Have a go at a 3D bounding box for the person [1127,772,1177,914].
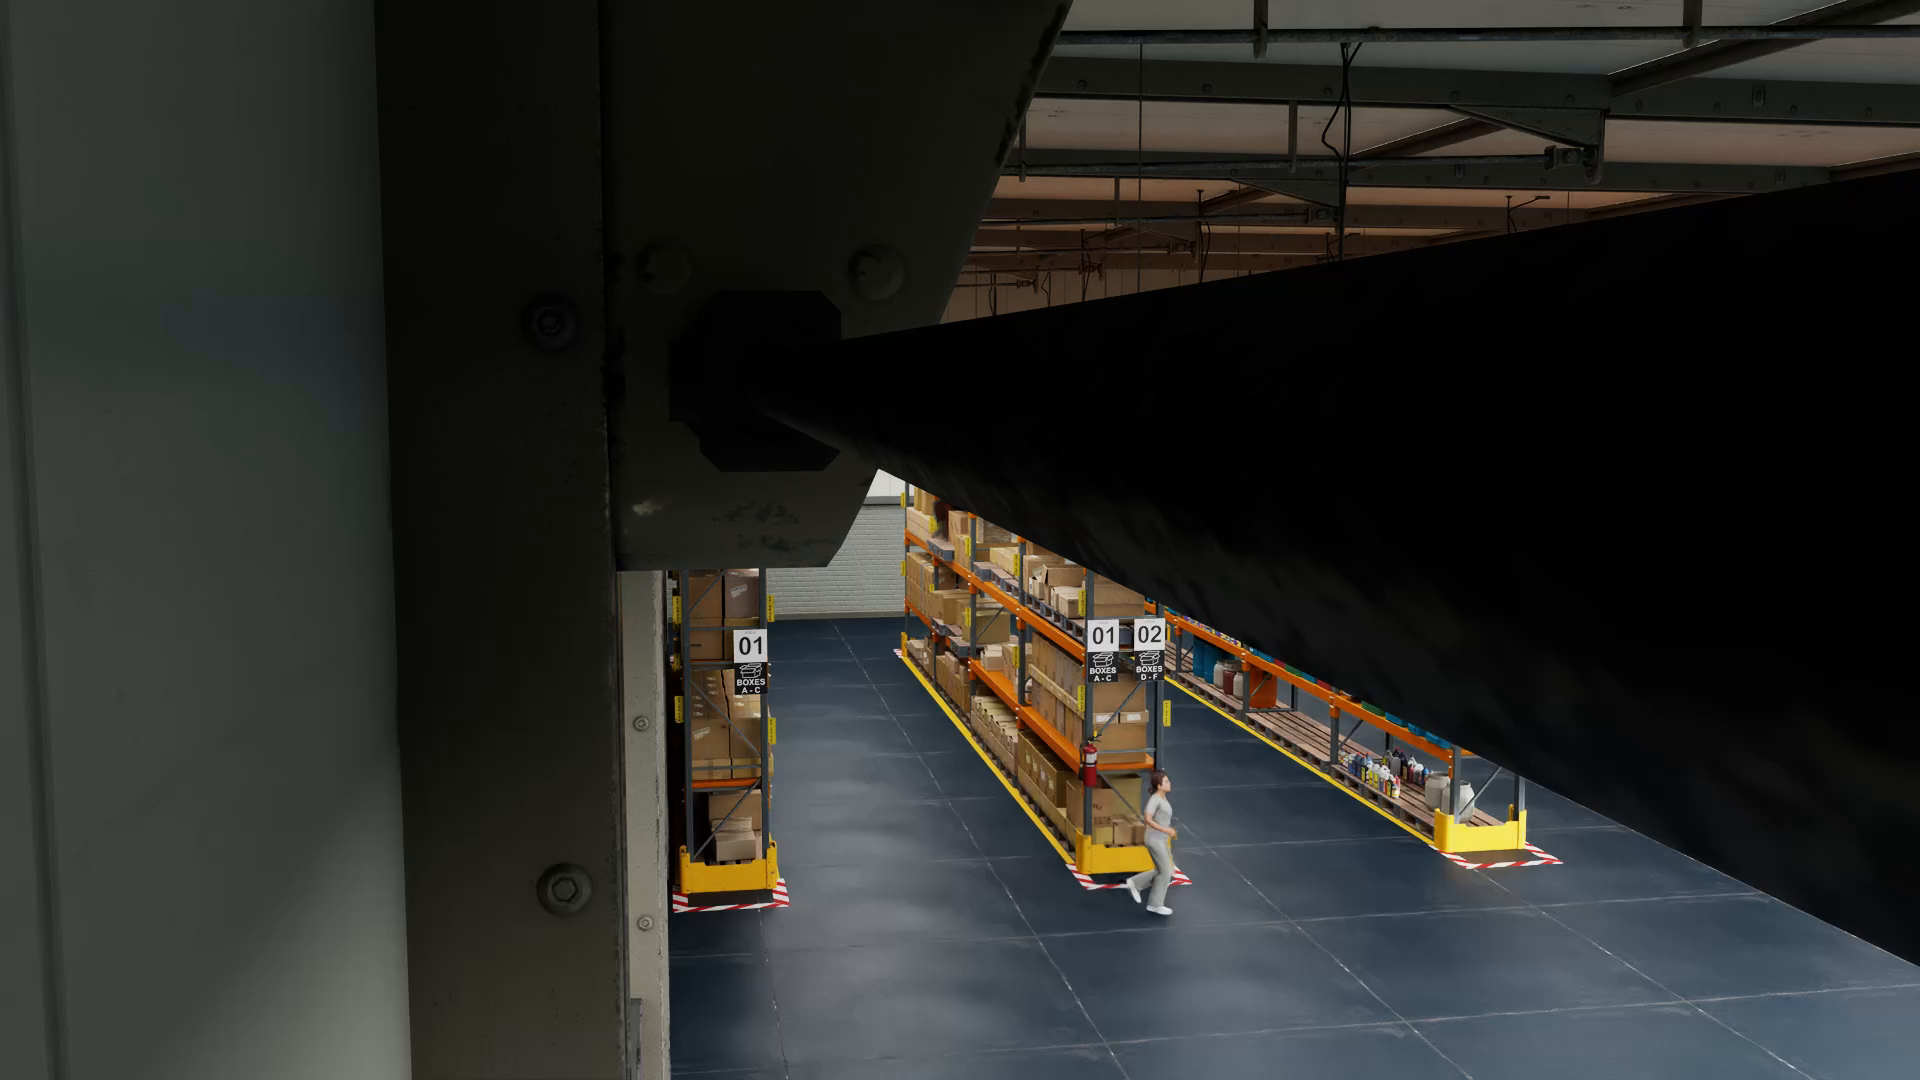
[{"bbox_3d":[2.276,3.522,19.477,0.619,1.621,0.595,2,6,22],"label":"person"}]
